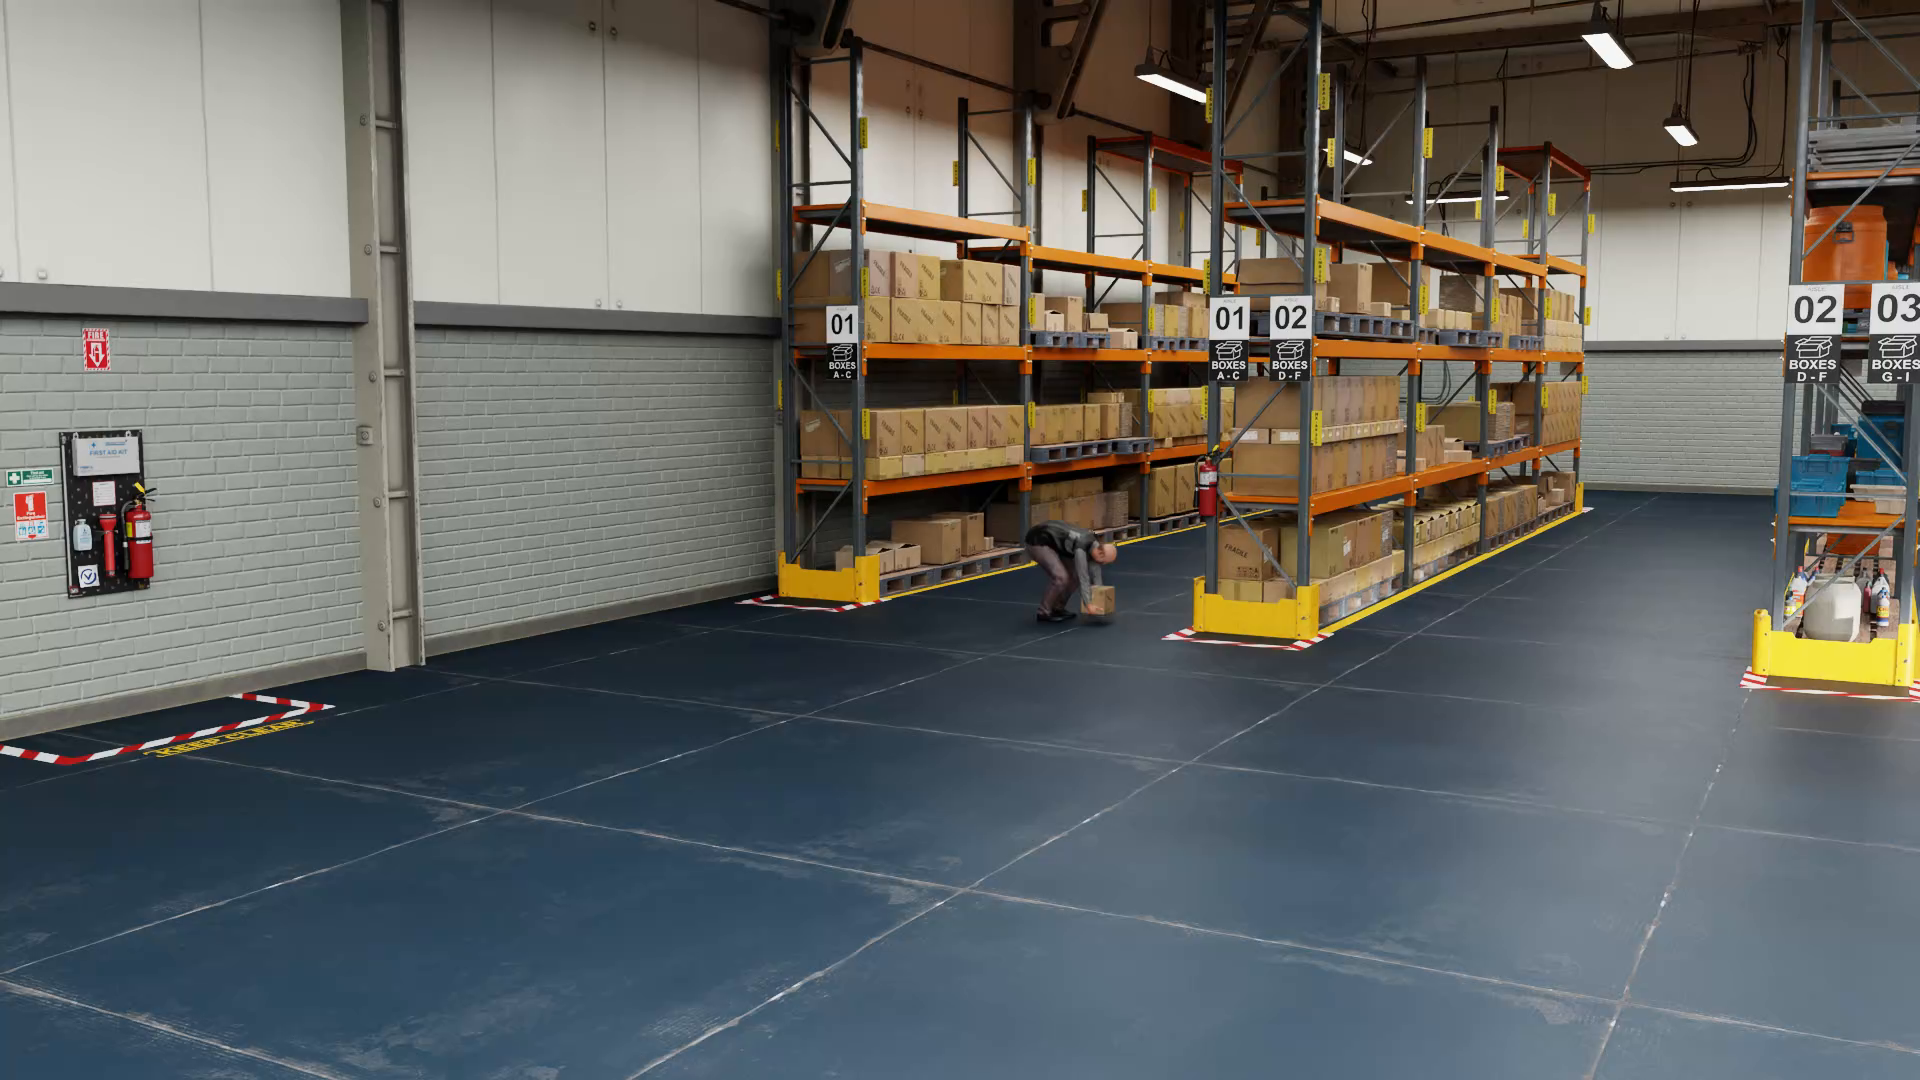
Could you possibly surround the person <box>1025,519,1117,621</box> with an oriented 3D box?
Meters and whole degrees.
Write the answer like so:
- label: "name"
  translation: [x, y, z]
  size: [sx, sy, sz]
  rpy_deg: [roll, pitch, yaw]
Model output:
- label: "person"
  translation: [1.128, 0.306, 16.726]
  size: [0.948, 1.014, 0.503]
  rpy_deg: [3, 7, 26]
